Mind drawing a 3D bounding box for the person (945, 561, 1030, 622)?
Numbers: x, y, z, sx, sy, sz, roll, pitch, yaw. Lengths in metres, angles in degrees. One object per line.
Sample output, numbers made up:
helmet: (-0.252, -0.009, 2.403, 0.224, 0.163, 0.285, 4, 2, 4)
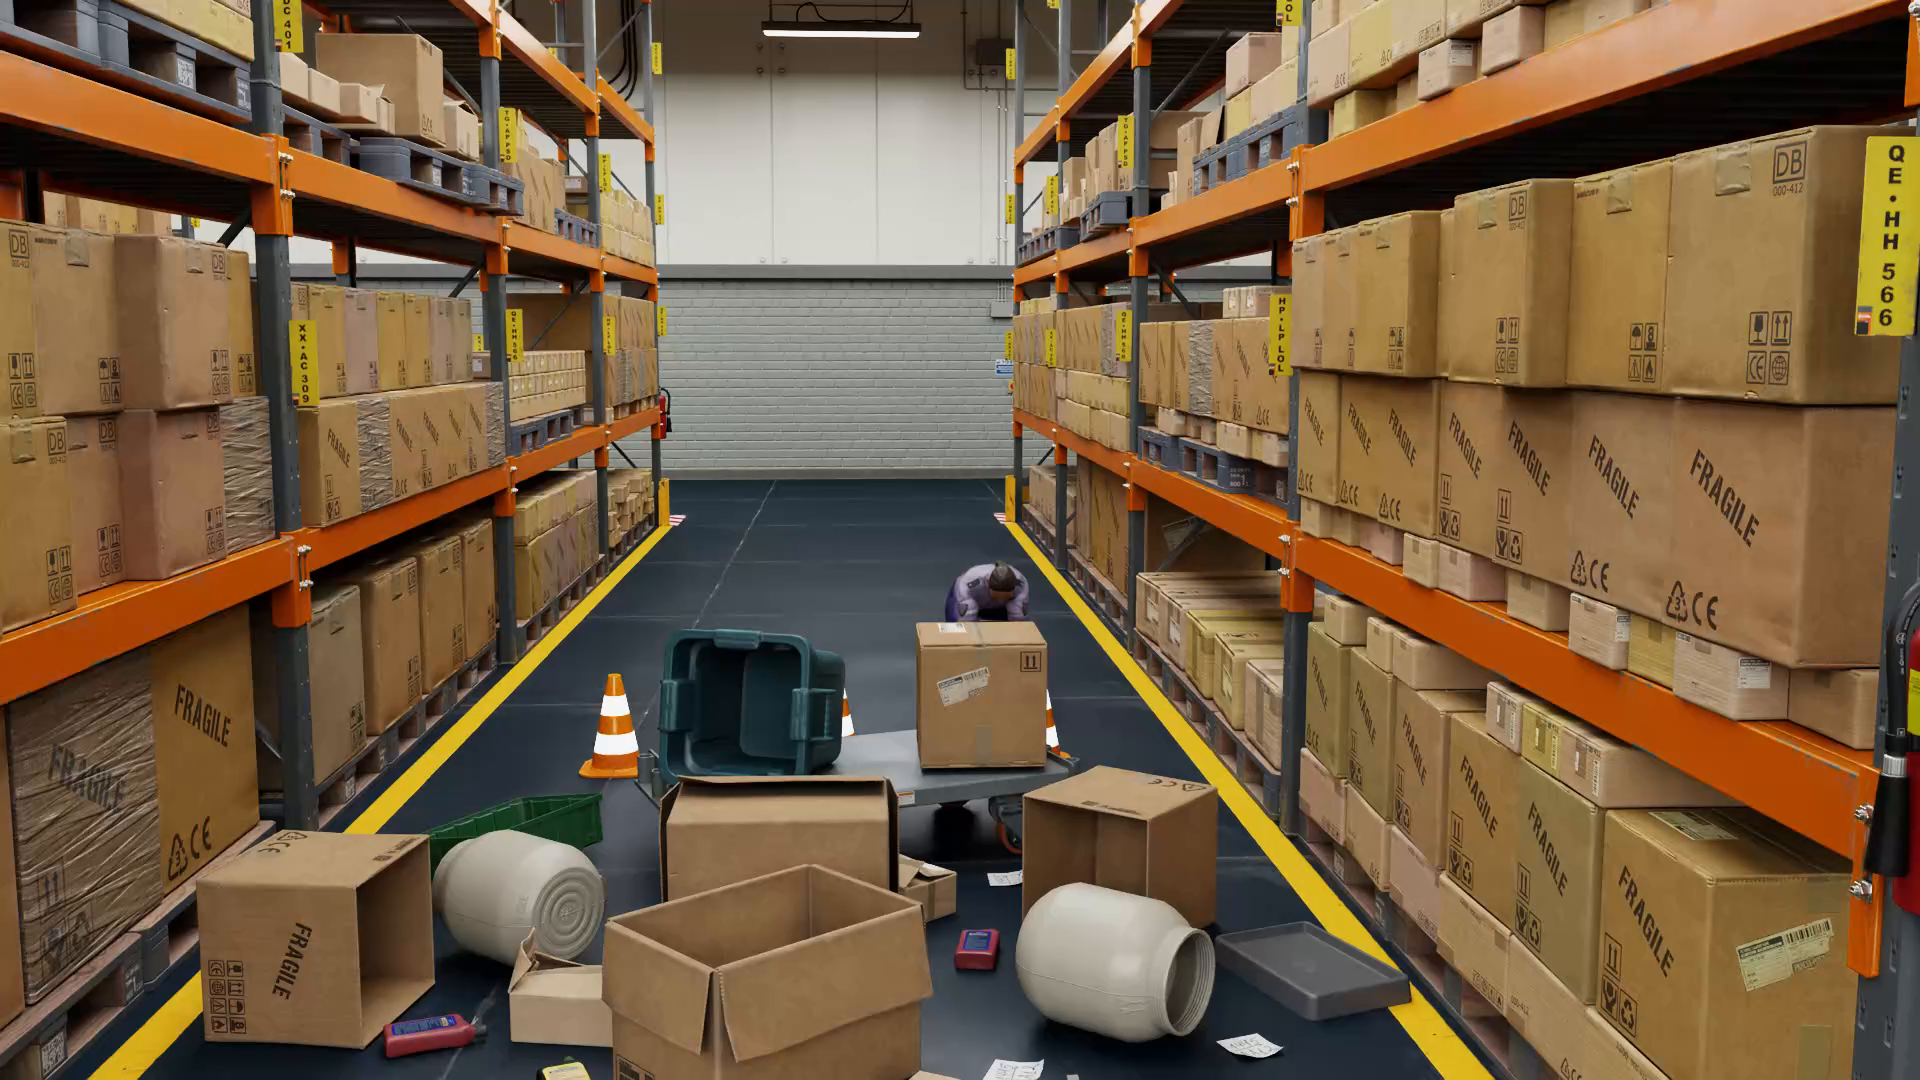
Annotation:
person: (0.170, 0.484, 10.227, 0.507, 0.786, 0.864, -1, 7, -7)
